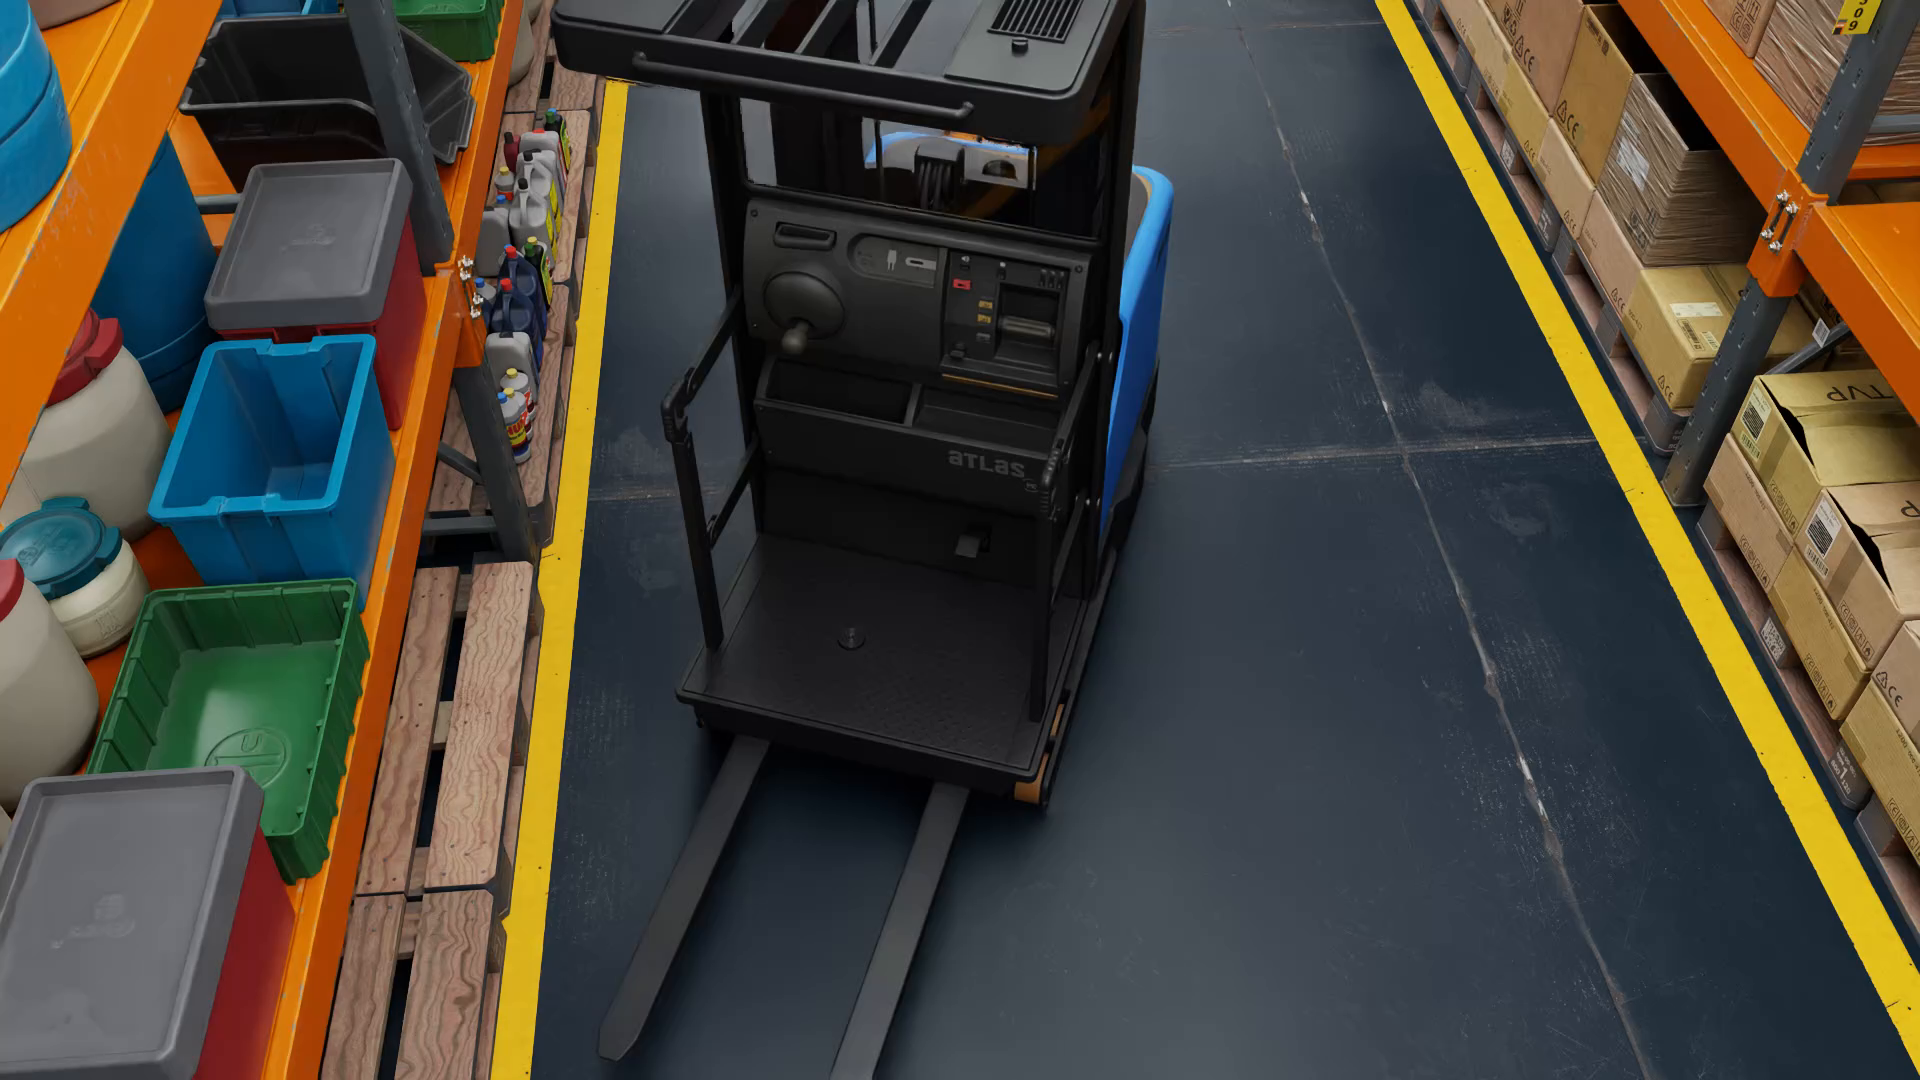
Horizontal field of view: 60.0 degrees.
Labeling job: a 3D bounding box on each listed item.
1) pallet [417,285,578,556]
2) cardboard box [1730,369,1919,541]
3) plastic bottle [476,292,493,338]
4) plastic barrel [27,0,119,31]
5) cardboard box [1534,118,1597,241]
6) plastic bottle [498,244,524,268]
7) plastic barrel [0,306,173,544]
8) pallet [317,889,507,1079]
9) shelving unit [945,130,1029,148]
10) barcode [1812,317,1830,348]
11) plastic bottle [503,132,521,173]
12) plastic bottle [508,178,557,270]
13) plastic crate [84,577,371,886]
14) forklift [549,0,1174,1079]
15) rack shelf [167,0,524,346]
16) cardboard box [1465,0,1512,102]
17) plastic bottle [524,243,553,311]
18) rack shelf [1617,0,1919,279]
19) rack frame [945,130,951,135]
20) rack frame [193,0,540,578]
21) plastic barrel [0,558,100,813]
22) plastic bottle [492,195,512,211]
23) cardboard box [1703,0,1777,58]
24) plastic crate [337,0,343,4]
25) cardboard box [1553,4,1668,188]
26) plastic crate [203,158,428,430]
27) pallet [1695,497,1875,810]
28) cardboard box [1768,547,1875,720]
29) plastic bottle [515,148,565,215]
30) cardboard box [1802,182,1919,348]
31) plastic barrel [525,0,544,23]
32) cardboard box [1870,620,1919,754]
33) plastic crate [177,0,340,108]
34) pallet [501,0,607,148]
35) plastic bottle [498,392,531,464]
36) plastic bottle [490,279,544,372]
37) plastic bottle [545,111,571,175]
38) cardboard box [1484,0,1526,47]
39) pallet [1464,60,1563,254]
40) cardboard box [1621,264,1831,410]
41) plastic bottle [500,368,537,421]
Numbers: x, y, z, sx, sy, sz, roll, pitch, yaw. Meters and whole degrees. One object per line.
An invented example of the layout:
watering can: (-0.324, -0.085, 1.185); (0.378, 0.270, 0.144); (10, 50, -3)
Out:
pallet: (-1.950, -0.447, 6.028); (1.003, 0.211, 1.213); (-3, 47, -3)
cardboard box: (2.787, -0.293, 5.180); (0.500, 0.311, 0.500); (-3, 47, -3)
plastic bottle: (-1.733, -0.758, 5.924); (0.144, 0.351, 0.185); (-3, 47, -3)
plastic barrel: (-1.622, -1.293, 2.498); (0.600, 0.901, 0.600); (0, 47, 0)
cardboard box: (2.656, -1.460, 6.671); (0.500, 0.250, 0.500); (-3, 47, -3)
plastic bottle: (-1.655, -0.980, 6.189); (0.097, 0.271, 0.097); (0, 47, 0)
plastic barrel: (-2.074, -0.258, 3.835); (0.433, 0.535, 0.433); (0, 47, 0)
pallet: (-1.726, 1.492, 4.191); (1.003, 0.211, 1.213); (-3, 47, -3)
shelving unit: (0.093, -1.115, 6.080); (0.215, 1.050, 0.252); (-20, 50, -18)
barcode: (2.607, -0.628, 5.036); (0.001, 0.075, 0.075); (-3, 47, -3)
plastic bottle: (-1.792, -1.536, 6.706); (0.061, 0.283, 0.133); (-3, 47, -3)
plastic bottle: (-1.641, -1.211, 6.352); (0.144, 0.351, 0.185); (-4, 47, -4)
plastic crate: (-1.508, 0.398, 3.453); (0.450, 0.188, 0.662); (-3, 47, -3)
forklift: (-0.183, -0.540, 4.243); (1.130, 2.935, 3.031); (12, 48, 11)
rack shelf: (-2.103, -2.117, 6.184); (1.077, 0.370, 4.000); (-3, 47, -3)
cardboard box: (2.576, -2.184, 7.357); (0.500, 0.250, 0.500); (-3, 47, -3)
plastic bottle: (-1.578, -1.002, 6.201); (0.061, 0.283, 0.133); (-2, 47, -2)
rack shelf: (2.833, -2.415, 6.467); (1.077, 0.370, 4.000); (-3, 47, -3)
rack frame: (0.039, -1.195, 6.154); (0.200, 1.050, 0.008); (-20, 50, -18)
rack frame: (-1.935, -0.917, 4.553); (1.000, 3.000, 0.127); (-3, 47, -3)
plastic barrel: (-2.012, 0.272, 3.333); (0.433, 0.535, 0.433); (0, 47, 0)
plastic bottle: (-1.773, -1.255, 6.497); (0.097, 0.201, 0.097); (0, 47, 0)
cardboard box: (2.907, -1.952, 5.464); (0.700, 0.500, 0.500); (-4, 47, -4)
plastic crate: (-2.324, -1.986, 5.747); (0.530, 0.136, 0.437); (-3, 47, -3)
cardboard box: (2.668, -1.719, 6.400); (0.500, 0.500, 0.500); (-3, 47, -3)
plastic crate: (-1.590, -0.608, 4.215); (0.402, 0.464, 0.583); (-3, 47, -3)
pallet: (3.101, 0.274, 5.345); (1.003, 0.211, 1.213); (-3, 47, -3)
cardboard box: (2.829, 0.262, 5.040); (0.500, 0.250, 0.500); (-2, 47, -2)
plastic bottle: (-1.674, -1.439, 6.620); (0.152, 0.276, 0.135); (-5, 47, -4)
cardboard box: (3.274, -1.027, 5.745); (0.500, 0.500, 0.500); (-3, 47, -3)
plastic barrel: (-2.139, -2.629, 7.598); (0.421, 0.512, 0.421); (0, 47, 0)
cardboard box: (2.868, 0.444, 4.482); (0.500, 0.311, 0.500); (-5, 47, -5)
plastic crate: (-2.299, -1.650, 5.350); (0.499, 0.251, 0.616); (-3, 47, -3)
pallet: (-2.154, -2.212, 7.700); (1.003, 0.211, 1.213); (-3, 47, -3)
plastic bottle: (-1.525, -0.388, 5.627); (0.097, 0.271, 0.097); (0, 47, 0)
plastic bottle: (-1.589, -0.767, 5.932); (0.144, 0.351, 0.185); (-2, 47, -2)
plastic bottle: (-1.652, -1.643, 6.808); (0.061, 0.283, 0.133); (-2, 47, -2)
cardboard box: (2.588, -2.442, 7.085); (0.500, 0.500, 0.500); (-3, 47, -3)
pallet: (2.871, -1.720, 7.233); (1.003, 0.211, 1.213); (-3, 47, -3)
cardboard box: (2.744, -0.737, 5.986); (0.500, 0.250, 0.500); (-3, 47, -3)
plastic bottle: (-1.542, -0.511, 5.792); (0.097, 0.201, 0.097); (0, 47, 0)
